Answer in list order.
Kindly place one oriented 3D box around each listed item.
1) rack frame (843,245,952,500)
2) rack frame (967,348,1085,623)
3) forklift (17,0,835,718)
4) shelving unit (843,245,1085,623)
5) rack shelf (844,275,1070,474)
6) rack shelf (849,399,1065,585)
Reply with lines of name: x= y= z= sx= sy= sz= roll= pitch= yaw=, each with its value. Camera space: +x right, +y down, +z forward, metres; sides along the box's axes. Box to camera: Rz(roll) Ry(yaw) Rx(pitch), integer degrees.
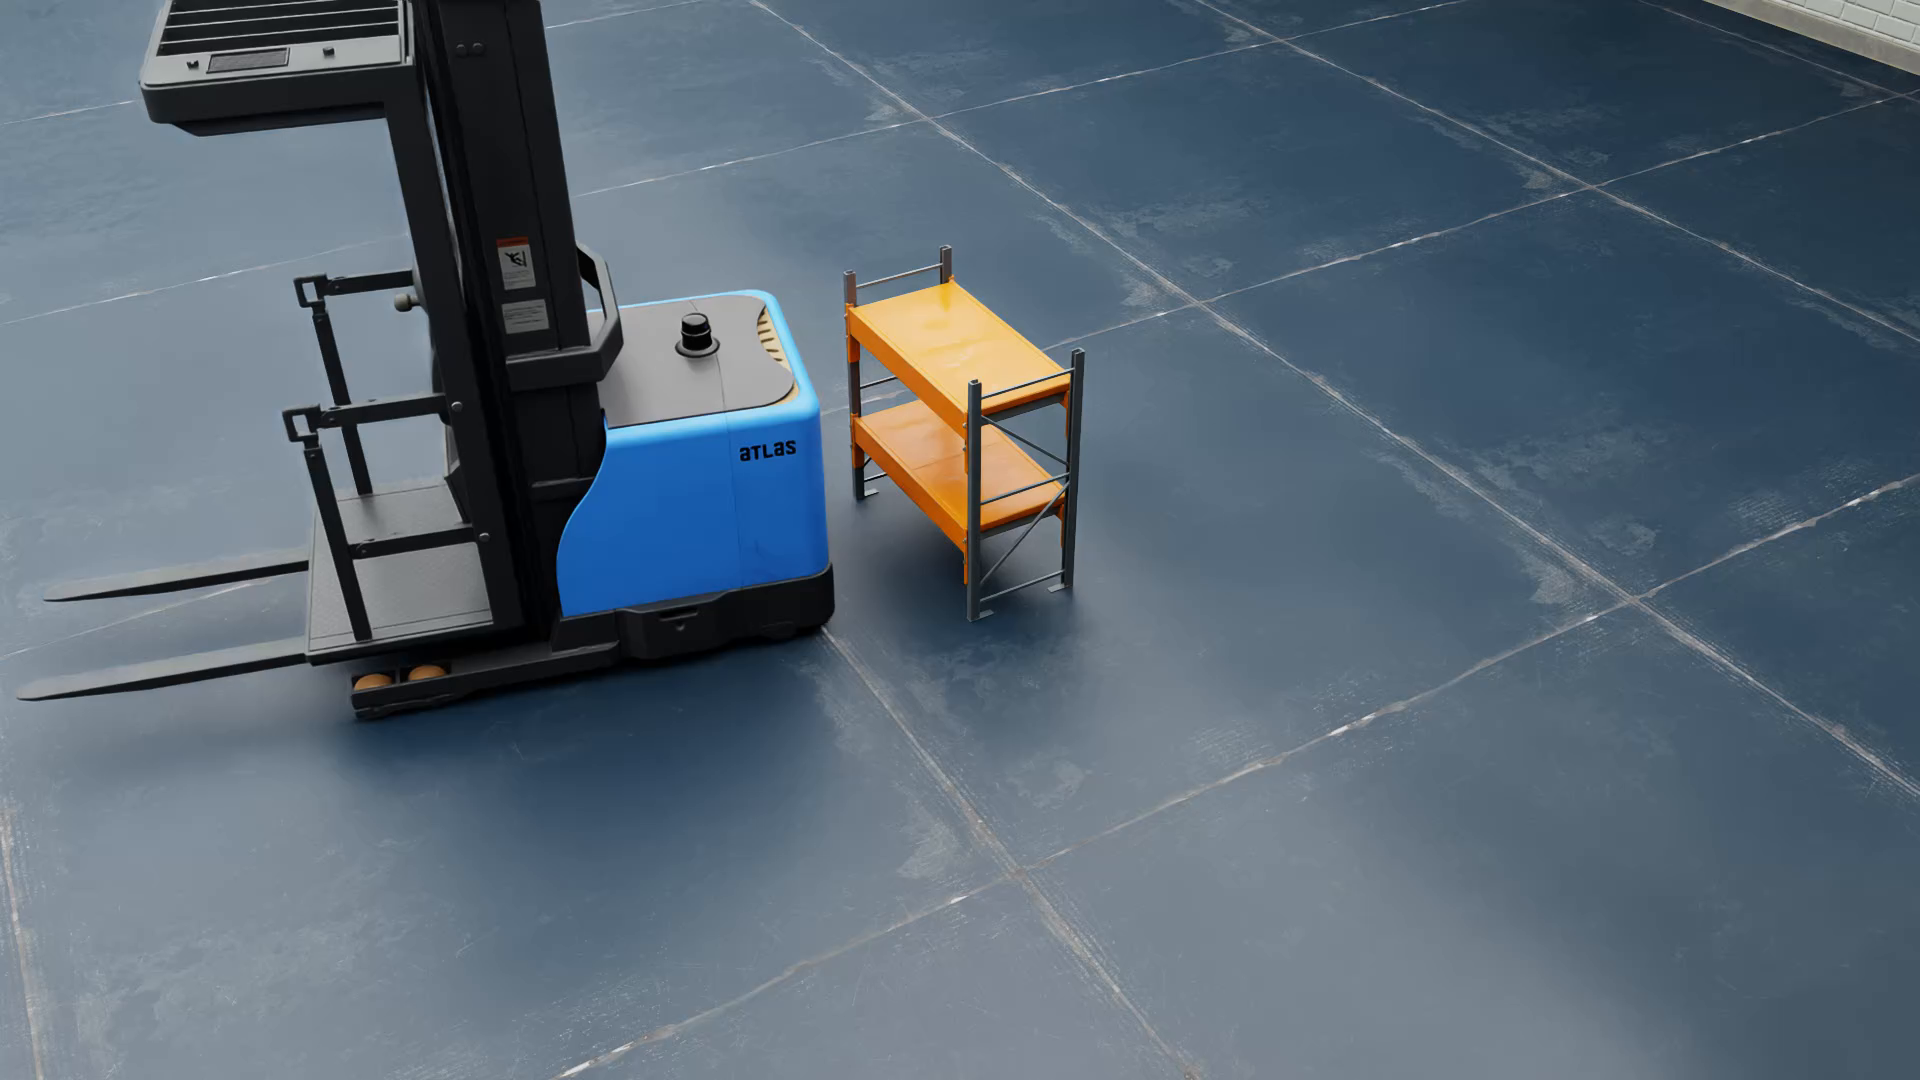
rack frame: x=-0.259 y=-0.717 z=7.278 sx=0.500 sy=1.125 sz=0.032 roll=-19 pitch=40 yaw=-24
rack frame: x=0.252 y=-0.198 z=6.568 sx=0.500 sy=1.125 sz=0.032 roll=-19 pitch=40 yaw=-24
forklift: x=-2.082 y=-0.855 z=5.936 sx=3.031 sy=2.935 sz=1.130 roll=-9 pitch=37 yaw=-13
shelving unit: x=-0.003 y=-0.458 z=6.923 sx=0.538 sy=1.125 sz=1.048 roll=-19 pitch=40 yaw=-24
rack shelf: x=-0.003 y=-0.694 z=6.750 sx=0.538 sy=0.278 sz=1.000 roll=-19 pitch=40 yaw=-24
rack shelf: x=-0.003 y=-0.260 z=7.067 sx=0.538 sy=0.278 sz=1.000 roll=-19 pitch=40 yaw=-24
